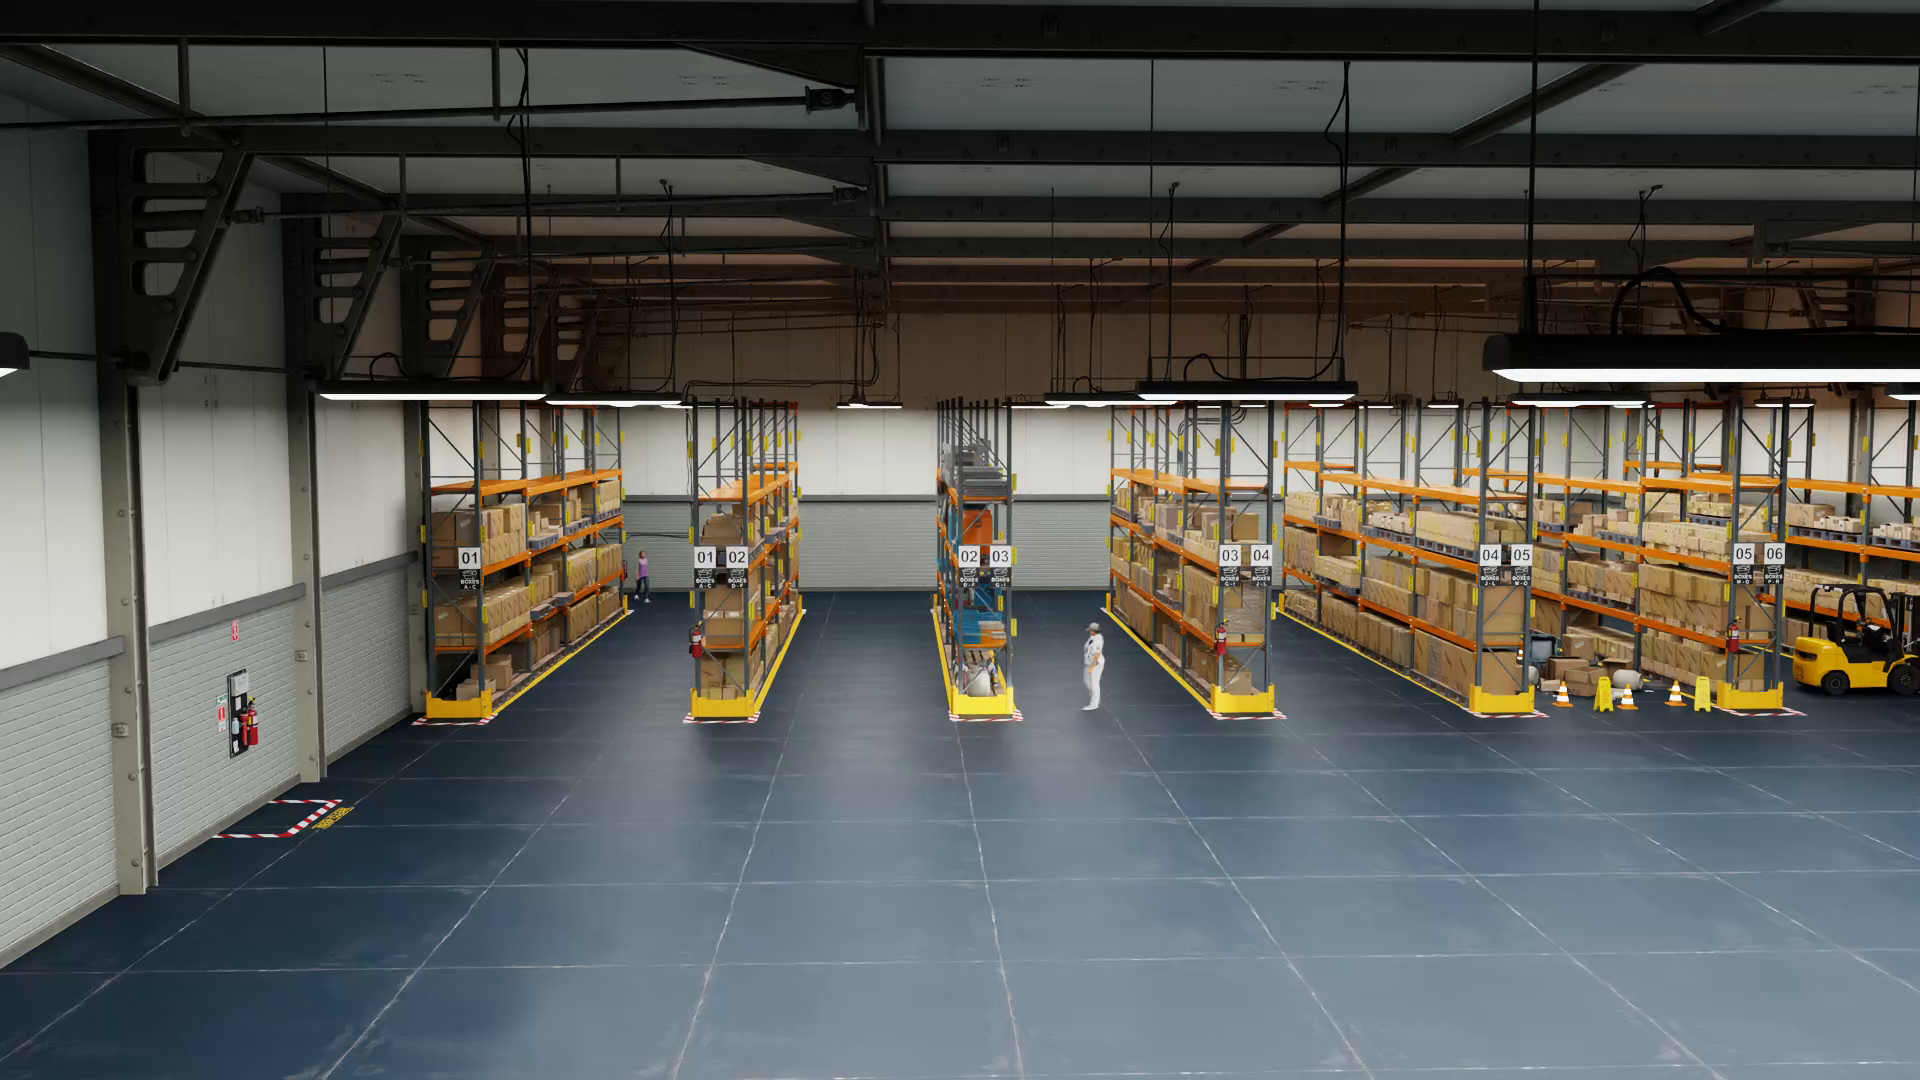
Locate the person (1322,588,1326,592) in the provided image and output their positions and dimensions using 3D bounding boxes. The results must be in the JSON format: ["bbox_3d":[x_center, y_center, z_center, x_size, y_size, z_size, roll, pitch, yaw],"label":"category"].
[{"bbox_3d":[11.142,0.972,50.167,0.833,1.737,0.621,-3,5,-32],"label":"person"}]

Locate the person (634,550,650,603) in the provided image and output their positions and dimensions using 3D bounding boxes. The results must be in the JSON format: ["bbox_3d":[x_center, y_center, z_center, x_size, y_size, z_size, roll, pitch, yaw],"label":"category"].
[{"bbox_3d":[-9.532,1.089,49.797,0.405,1.536,0.861,-2,5,-26],"label":"person"}]

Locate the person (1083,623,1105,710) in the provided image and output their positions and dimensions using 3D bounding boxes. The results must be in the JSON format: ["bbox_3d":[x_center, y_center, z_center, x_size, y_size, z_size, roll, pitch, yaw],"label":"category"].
[{"bbox_3d":[2.542,2.448,32.078,0.440,1.729,0.598,-1,5,-16],"label":"person"}]
